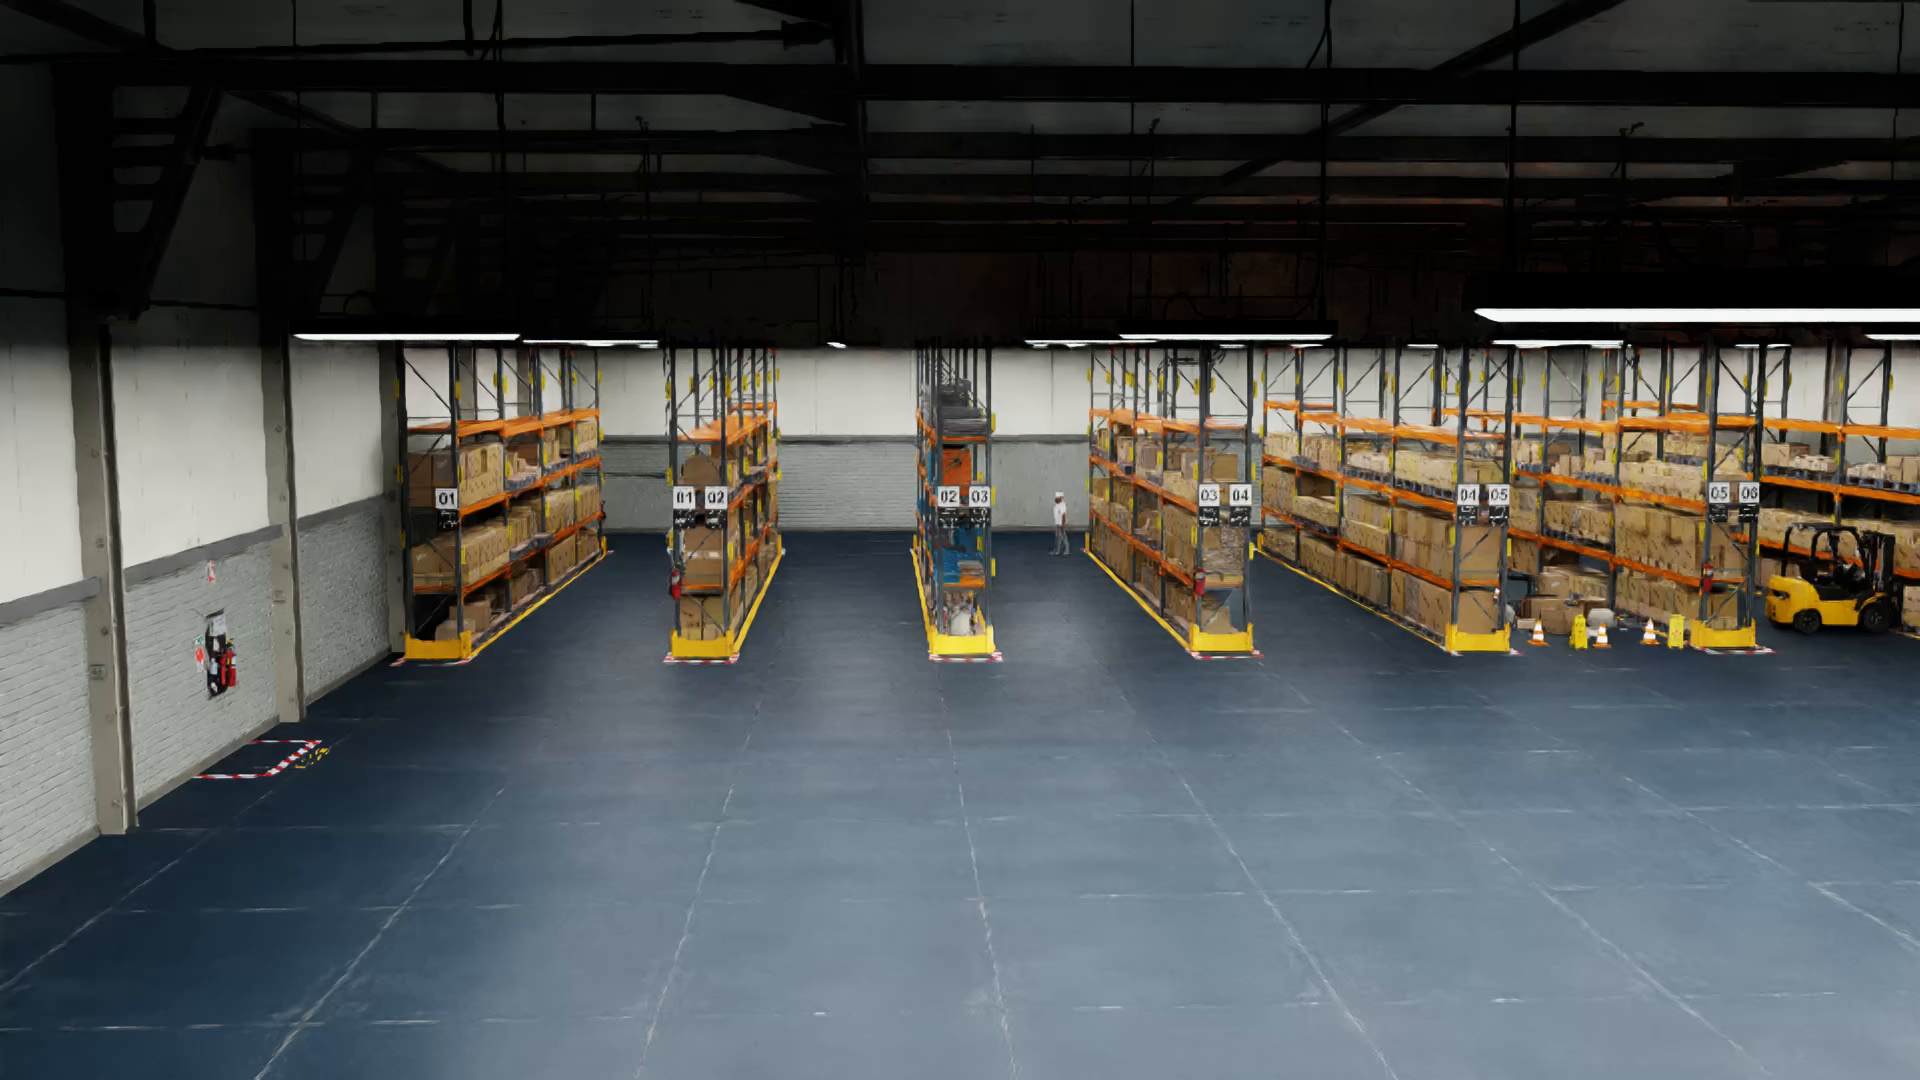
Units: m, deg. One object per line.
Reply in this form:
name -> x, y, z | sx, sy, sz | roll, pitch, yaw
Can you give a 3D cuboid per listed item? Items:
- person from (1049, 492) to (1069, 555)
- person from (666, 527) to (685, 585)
person -> 2.808, -0.473, 46.798 | 0.506, 1.767, 0.658 | -1, 7, -12
person -> -6.827, 0.264, 40.580 | 0.702, 1.734, 0.549 | 0, 7, -4
